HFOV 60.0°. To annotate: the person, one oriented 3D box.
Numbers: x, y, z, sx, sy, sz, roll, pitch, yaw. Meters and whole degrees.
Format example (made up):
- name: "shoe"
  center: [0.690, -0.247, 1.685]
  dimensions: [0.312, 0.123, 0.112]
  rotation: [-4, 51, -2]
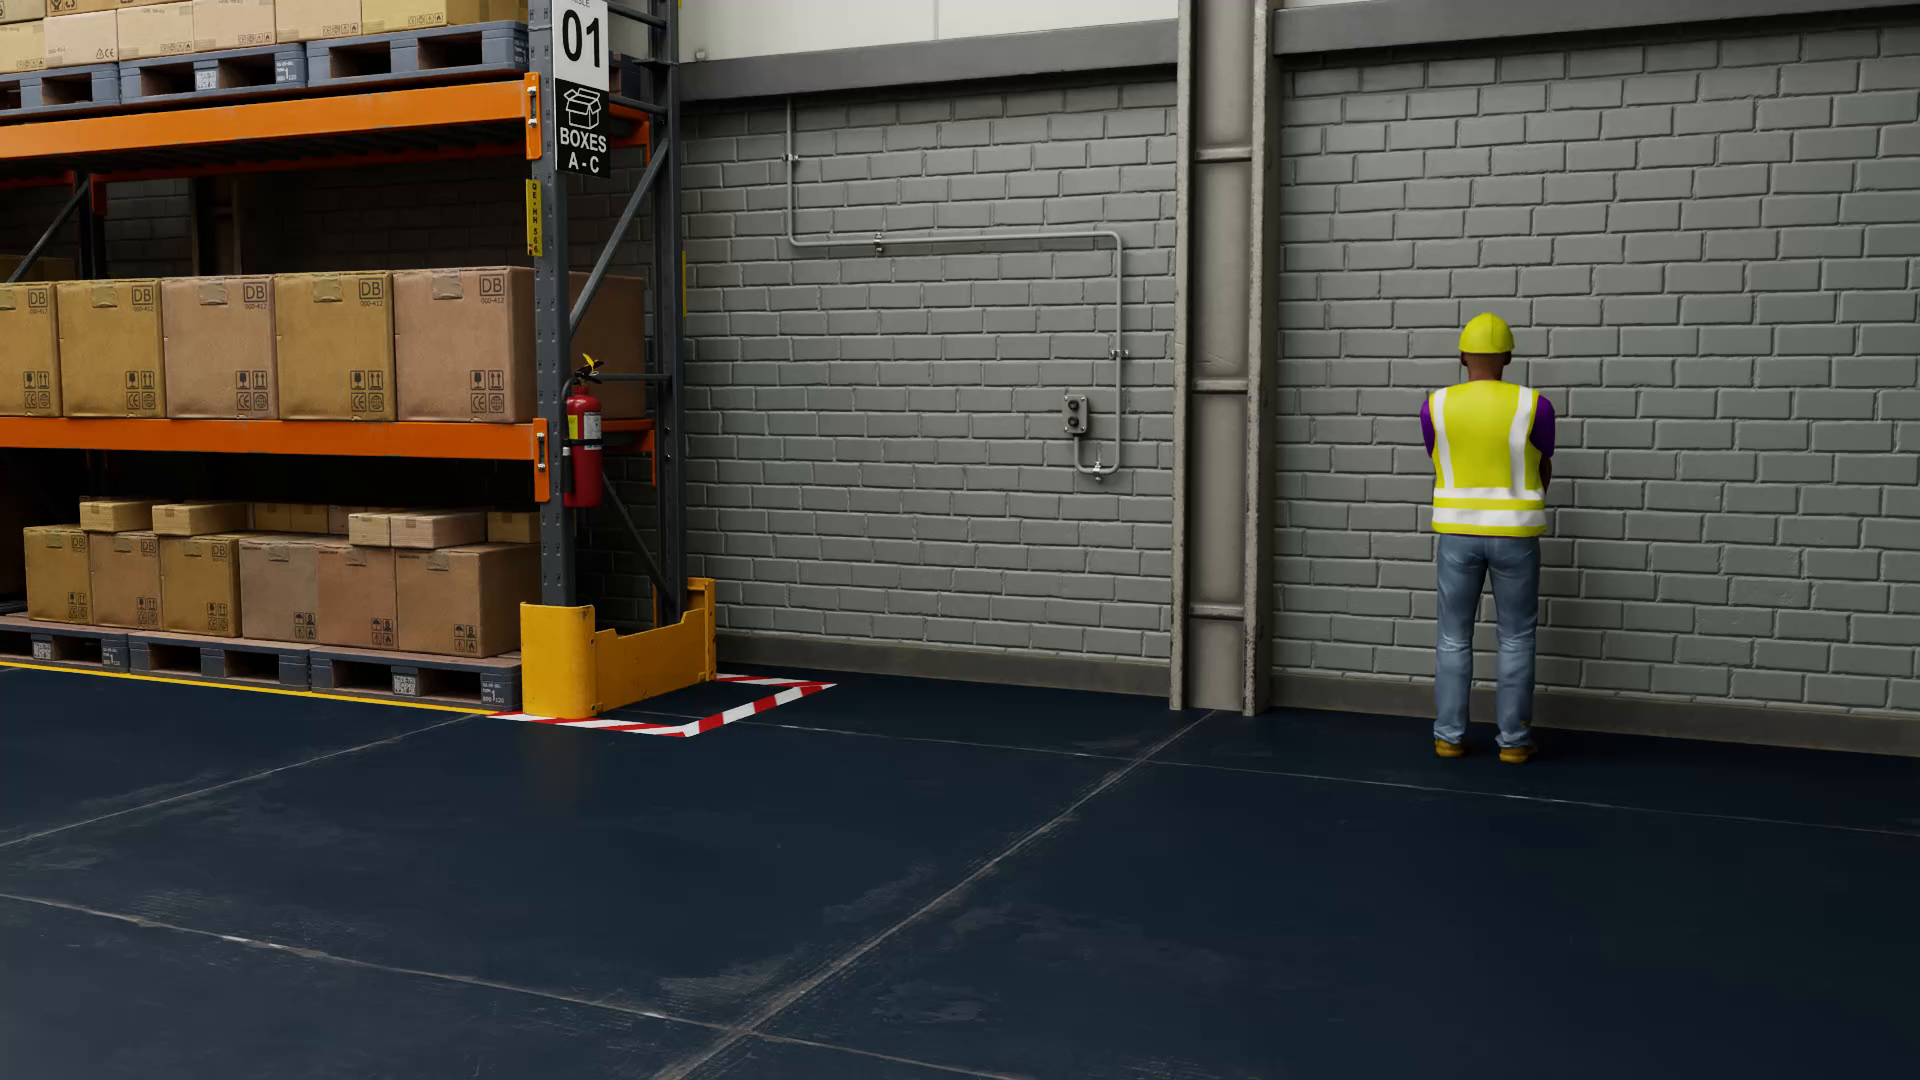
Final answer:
- name: "person"
  center: [2.116, -0.020, 6.666]
  dimensions: [0.503, 1.758, 0.587]
  rotation: [2, 6, 24]
